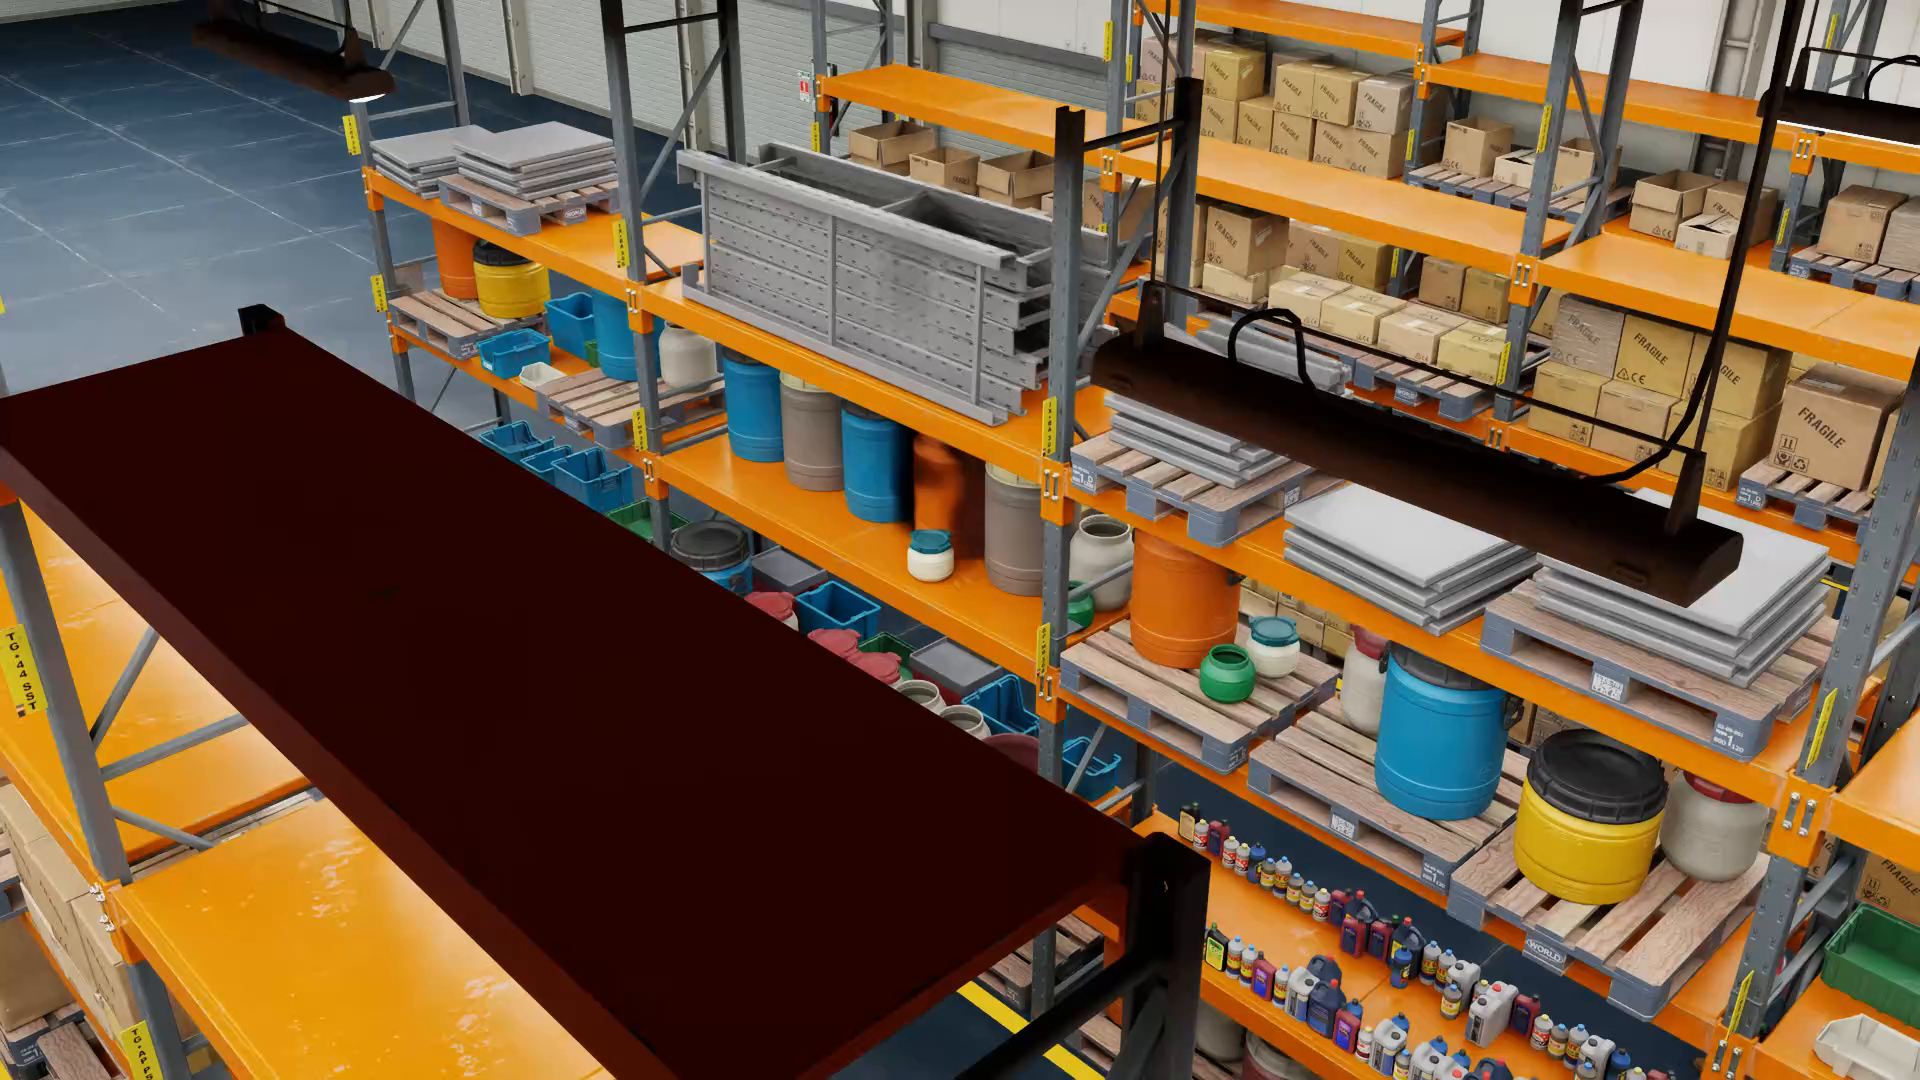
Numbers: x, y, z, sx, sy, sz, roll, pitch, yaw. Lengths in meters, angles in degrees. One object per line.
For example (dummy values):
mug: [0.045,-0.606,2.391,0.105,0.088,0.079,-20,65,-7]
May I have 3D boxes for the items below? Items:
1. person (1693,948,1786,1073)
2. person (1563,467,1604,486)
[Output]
person: [4.826,2.672,10.072,0.703,1.715,0.663,15,32,26]
person: [6.023,-0.521,16.182,0.848,1.579,0.652,23,36,36]
